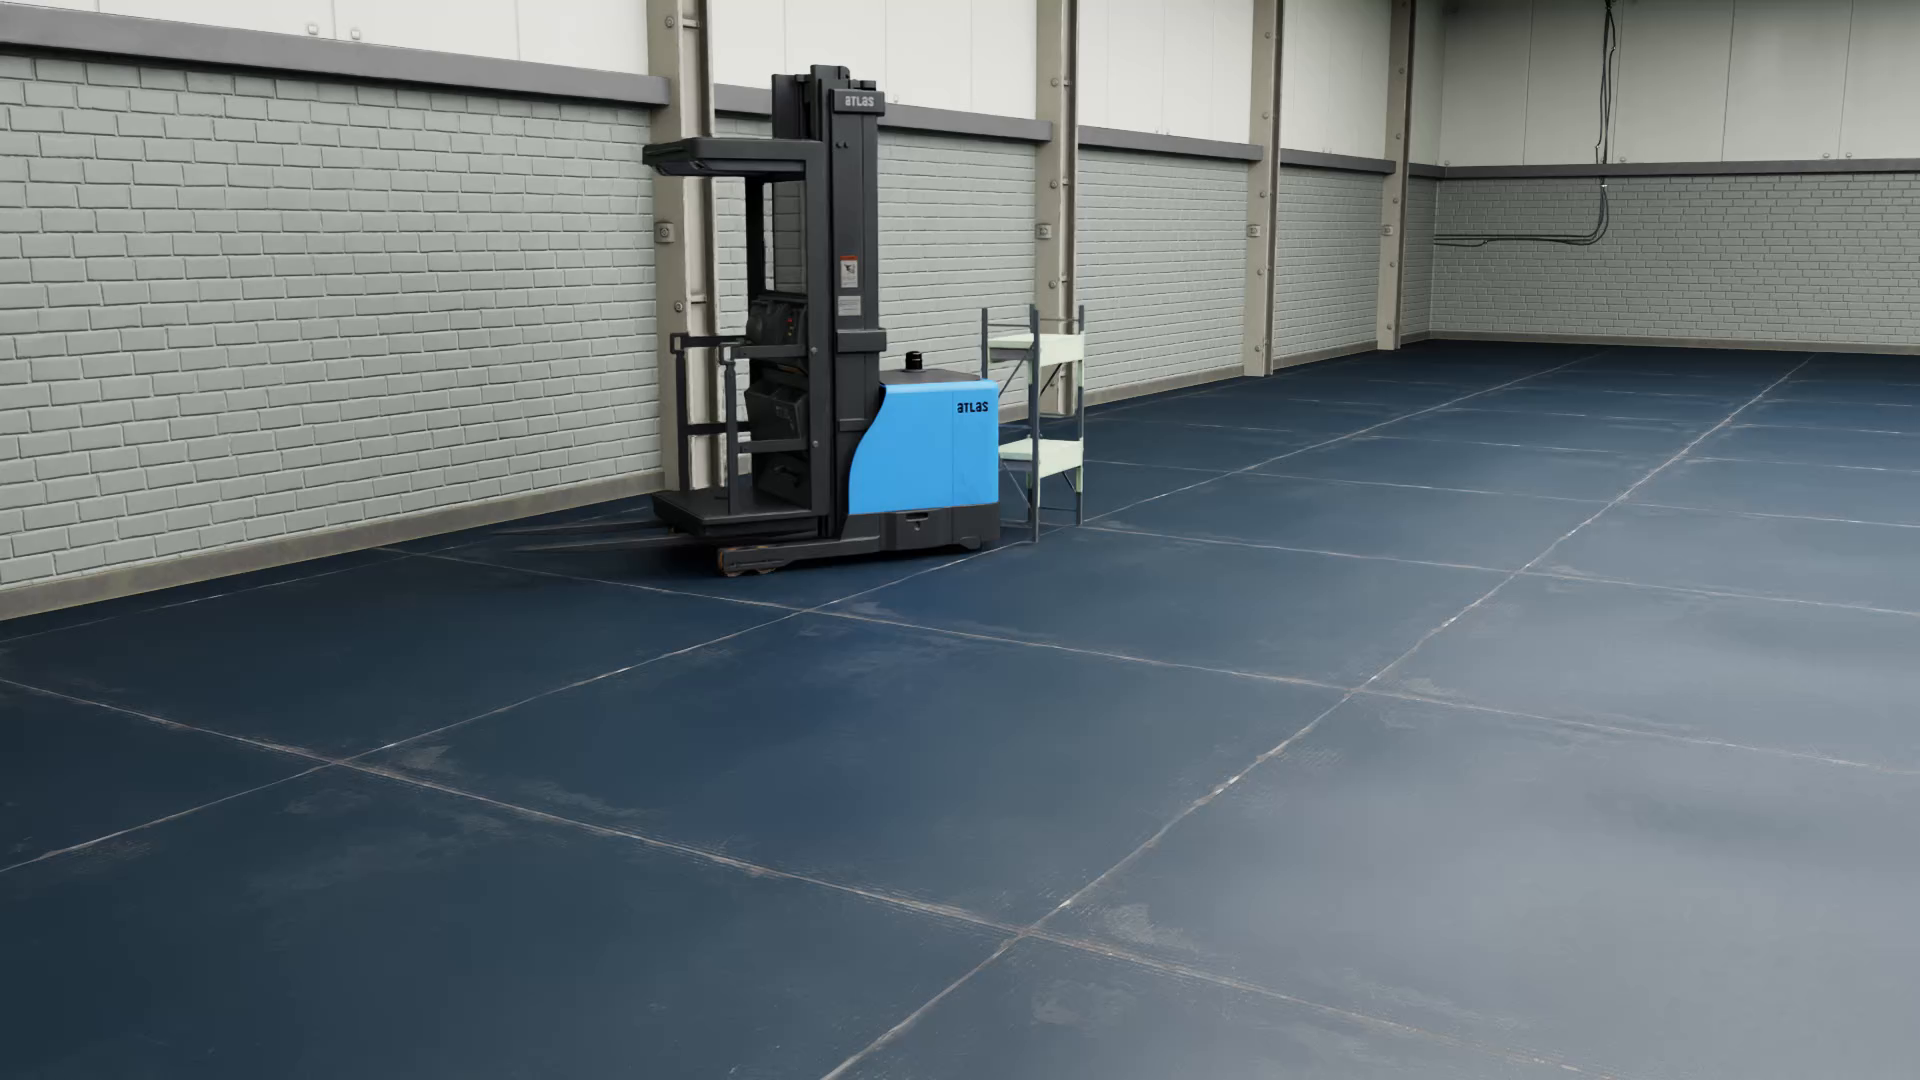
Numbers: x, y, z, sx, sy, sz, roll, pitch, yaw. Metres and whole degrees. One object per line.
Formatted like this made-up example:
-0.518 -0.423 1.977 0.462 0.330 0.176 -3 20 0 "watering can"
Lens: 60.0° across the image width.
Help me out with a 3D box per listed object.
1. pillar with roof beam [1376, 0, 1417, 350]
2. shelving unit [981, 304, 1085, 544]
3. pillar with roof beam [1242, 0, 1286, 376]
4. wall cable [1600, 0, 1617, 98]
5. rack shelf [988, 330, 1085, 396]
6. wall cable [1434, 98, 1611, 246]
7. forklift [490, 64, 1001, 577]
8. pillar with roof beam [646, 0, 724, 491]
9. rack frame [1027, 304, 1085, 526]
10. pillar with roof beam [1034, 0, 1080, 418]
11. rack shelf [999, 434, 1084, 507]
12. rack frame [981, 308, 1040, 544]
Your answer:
10.930 -7.254 25.162 9.100 9.000 0.400 6 12 31 "pillar with roof beam"
0.486 -0.789 11.005 0.431 1.500 0.755 5 12 26 "shelving unit"
7.815 -6.310 20.122 9.100 9.000 0.400 6 12 31 "pillar with roof beam"
12.223 -8.700 27.600 3.097 2.526 0.112 6 12 31 "wall cable"
0.486 -1.172 10.933 0.431 0.370 0.720 5 12 26 "rack shelf"
9.911 -6.476 29.445 3.097 2.526 0.112 6 12 31 "wall cable"
-1.297 -1.337 10.045 3.031 2.935 1.130 -5 12 -26 "forklift"
1.585 -4.423 10.041 9.100 9.000 0.400 6 12 31 "pillar with roof beam"
0.652 -0.849 11.326 0.400 1.500 0.023 5 12 26 "rack frame"
4.700 -5.367 15.081 9.100 9.000 0.400 6 12 31 "pillar with roof beam"
0.486 -0.468 11.065 0.431 0.370 0.720 5 12 26 "rack shelf"
0.321 -0.728 10.684 0.400 1.500 0.023 5 12 26 "rack frame"
